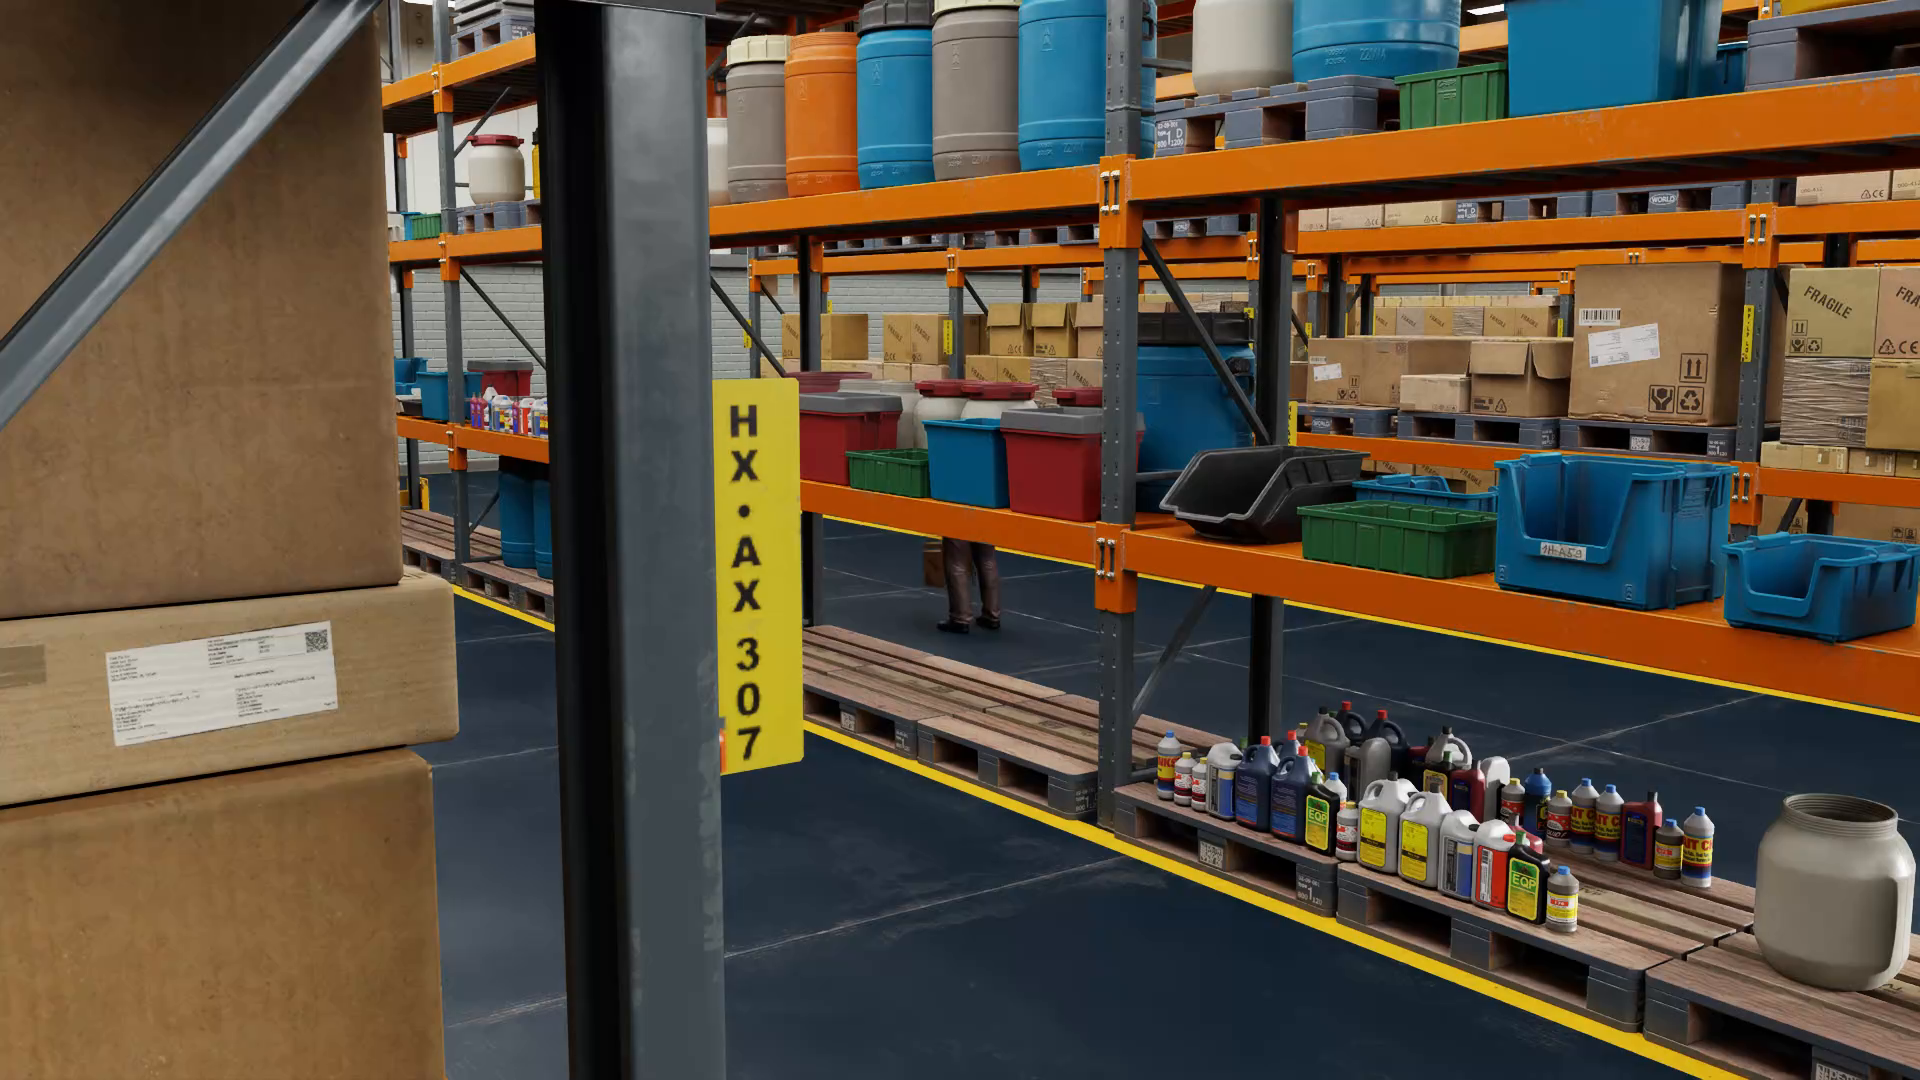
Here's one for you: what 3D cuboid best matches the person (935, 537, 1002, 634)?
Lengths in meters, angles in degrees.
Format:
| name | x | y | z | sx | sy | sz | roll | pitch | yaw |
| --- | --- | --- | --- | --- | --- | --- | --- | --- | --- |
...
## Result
| name | x | y | z | sx | sy | sz | roll | pitch | yaw |
| --- | --- | --- | --- | --- | --- | --- | --- | --- | --- |
| person | 0.083 | -0.225 | 11.540 | 0.563 | 1.724 | 0.423 | -6 | 10 | -37 |
